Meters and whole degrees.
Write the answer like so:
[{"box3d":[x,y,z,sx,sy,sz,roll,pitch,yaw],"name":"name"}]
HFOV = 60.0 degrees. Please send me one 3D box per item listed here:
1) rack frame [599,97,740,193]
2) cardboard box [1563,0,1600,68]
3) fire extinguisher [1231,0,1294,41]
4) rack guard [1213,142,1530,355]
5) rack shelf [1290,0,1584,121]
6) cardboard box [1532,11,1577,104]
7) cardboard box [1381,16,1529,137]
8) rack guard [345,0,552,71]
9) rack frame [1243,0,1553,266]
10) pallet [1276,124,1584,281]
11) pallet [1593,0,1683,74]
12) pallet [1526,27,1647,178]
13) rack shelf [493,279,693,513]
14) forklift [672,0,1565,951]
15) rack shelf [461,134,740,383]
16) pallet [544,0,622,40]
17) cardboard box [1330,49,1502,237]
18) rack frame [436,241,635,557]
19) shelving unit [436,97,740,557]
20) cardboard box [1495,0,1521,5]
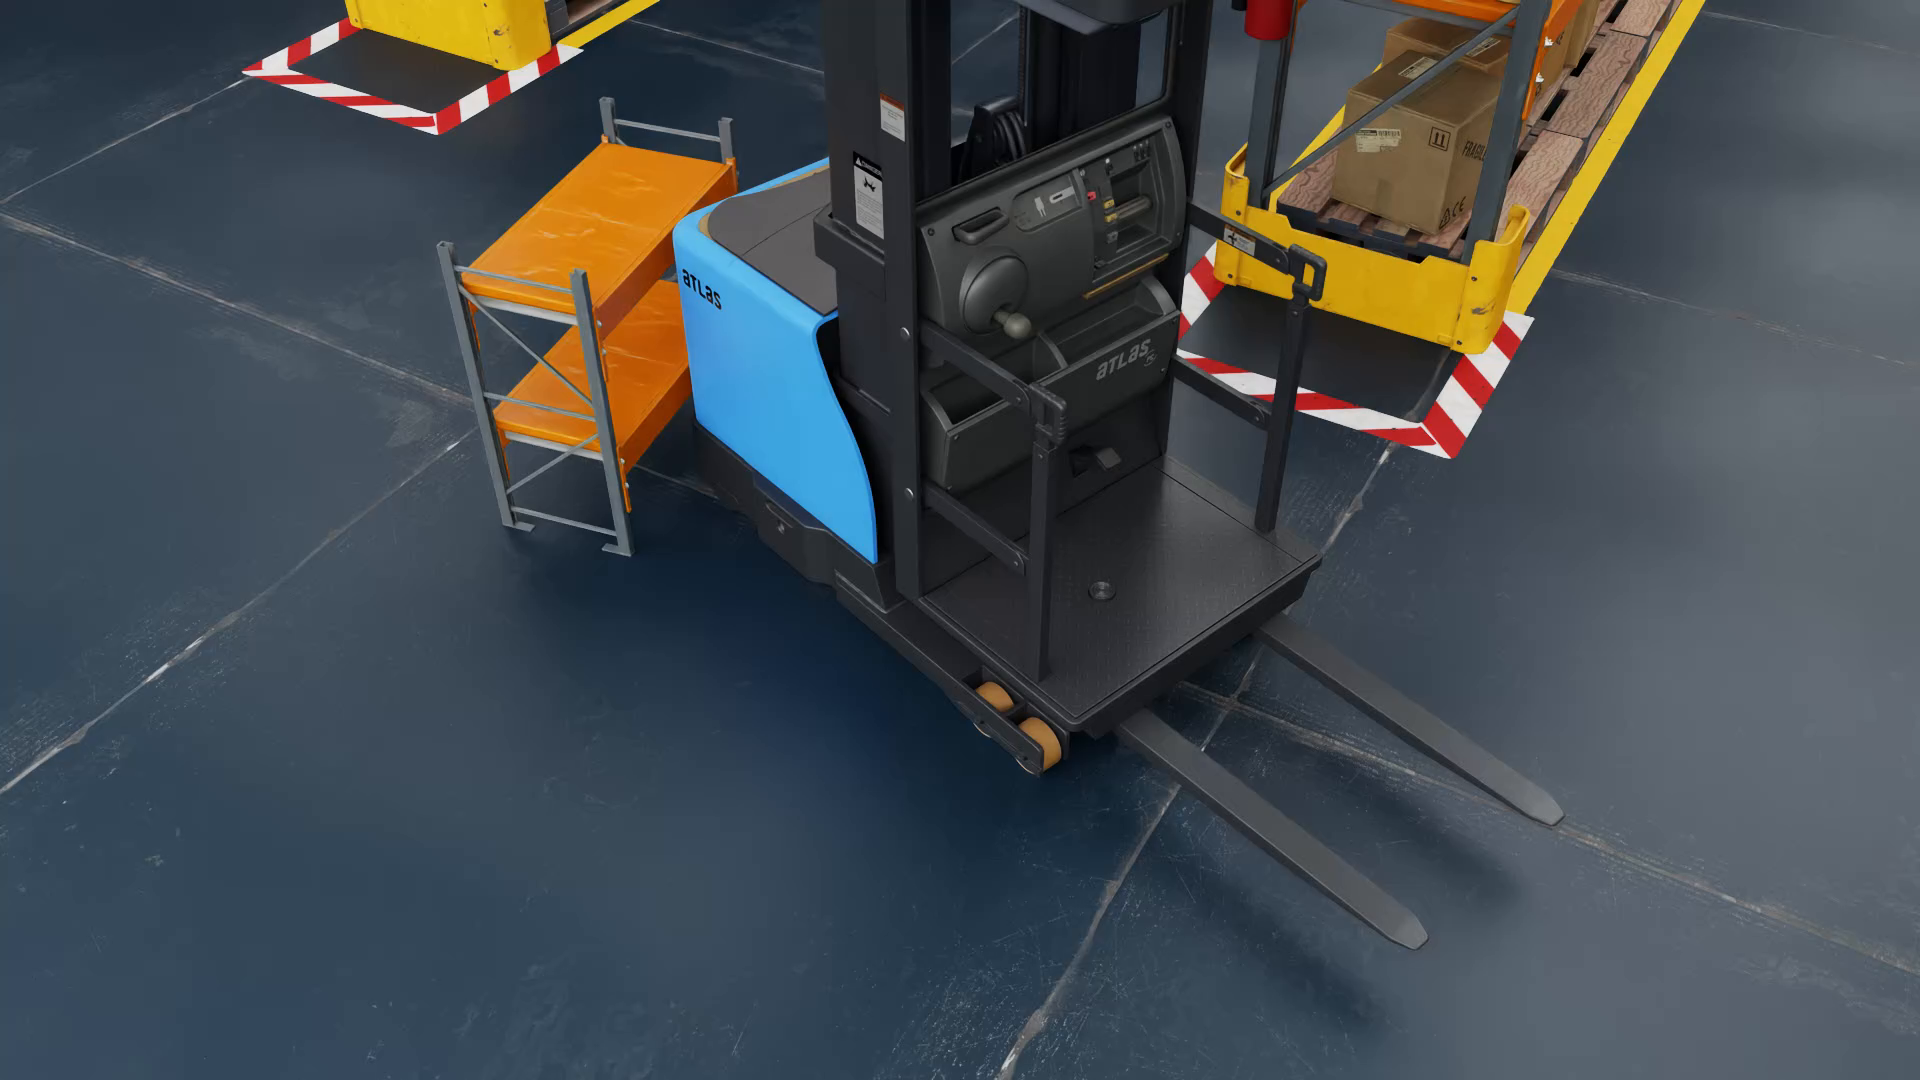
[{"box3d":[-1.015,-1.062,6.104,0.500,1.125,0.032,13,43,15],"name":"rack frame"},{"box3d":[2.843,-2.673,8.089,0.500,0.500,0.500,17,44,18],"name":"cardboard box"},{"box3d":[1.143,-2.150,5.980,0.296,0.674,0.183,21,45,22],"name":"fire extinguisher"},{"box3d":[1.637,-1.197,6.731,1.175,0.500,0.348,21,45,22],"name":"rack guard"},{"box3d":[2.600,-2.966,7.393,1.077,0.370,4.000,21,45,22],"name":"rack shelf"},{"box3d":[2.525,-2.368,7.743,0.500,0.500,0.500,25,47,26],"name":"cardboard box"},{"box3d":[2.196,-2.016,7.344,0.500,0.500,0.500,-33,51,-32],"name":"cardboard box"},{"box3d":[-2.692,-2.851,8.609,1.175,0.500,0.348,21,45,22],"name":"rack guard"},{"box3d":[1.599,-2.092,5.856,1.000,3.000,0.127,21,45,22],"name":"rack frame"},{"box3d":[2.074,-1.542,7.341,1.003,0.211,1.213,21,45,22],"name":"pallet"},{"box3d":[3.295,-2.938,8.926,1.003,0.211,1.213,21,45,22],"name":"pallet"},{"box3d":[2.686,-2.237,8.131,1.003,0.211,1.213,21,45,22],"name":"pallet"},{"box3d":[-1.185,-0.561,5.906,0.538,0.278,1.000,13,43,15],"name":"rack shelf"},{"box3d":[0.414,-0.787,4.426,1.130,2.935,3.031,-30,49,-30],"name":"forklift"},{"box3d":[-1.185,-0.965,5.551,0.538,0.278,1.000,13,43,15],"name":"rack shelf"},{"box3d":[-2.280,-3.205,9.230,1.003,0.211,1.213,21,45,22],"name":"pallet"},{"box3d":[1.926,-1.663,6.942,0.500,0.500,0.500,30,49,29],"name":"cardboard box"},{"box3d":[-1.355,-0.428,5.385,0.500,1.125,0.032,13,43,15],"name":"rack frame"},{"box3d":[-1.185,-0.745,5.745,0.538,1.125,1.048,13,43,15],"name":"shelving unit"},{"box3d":[1.948,-2.082,6.034,0.380,0.149,0.250,21,45,22],"name":"cardboard box"}]
